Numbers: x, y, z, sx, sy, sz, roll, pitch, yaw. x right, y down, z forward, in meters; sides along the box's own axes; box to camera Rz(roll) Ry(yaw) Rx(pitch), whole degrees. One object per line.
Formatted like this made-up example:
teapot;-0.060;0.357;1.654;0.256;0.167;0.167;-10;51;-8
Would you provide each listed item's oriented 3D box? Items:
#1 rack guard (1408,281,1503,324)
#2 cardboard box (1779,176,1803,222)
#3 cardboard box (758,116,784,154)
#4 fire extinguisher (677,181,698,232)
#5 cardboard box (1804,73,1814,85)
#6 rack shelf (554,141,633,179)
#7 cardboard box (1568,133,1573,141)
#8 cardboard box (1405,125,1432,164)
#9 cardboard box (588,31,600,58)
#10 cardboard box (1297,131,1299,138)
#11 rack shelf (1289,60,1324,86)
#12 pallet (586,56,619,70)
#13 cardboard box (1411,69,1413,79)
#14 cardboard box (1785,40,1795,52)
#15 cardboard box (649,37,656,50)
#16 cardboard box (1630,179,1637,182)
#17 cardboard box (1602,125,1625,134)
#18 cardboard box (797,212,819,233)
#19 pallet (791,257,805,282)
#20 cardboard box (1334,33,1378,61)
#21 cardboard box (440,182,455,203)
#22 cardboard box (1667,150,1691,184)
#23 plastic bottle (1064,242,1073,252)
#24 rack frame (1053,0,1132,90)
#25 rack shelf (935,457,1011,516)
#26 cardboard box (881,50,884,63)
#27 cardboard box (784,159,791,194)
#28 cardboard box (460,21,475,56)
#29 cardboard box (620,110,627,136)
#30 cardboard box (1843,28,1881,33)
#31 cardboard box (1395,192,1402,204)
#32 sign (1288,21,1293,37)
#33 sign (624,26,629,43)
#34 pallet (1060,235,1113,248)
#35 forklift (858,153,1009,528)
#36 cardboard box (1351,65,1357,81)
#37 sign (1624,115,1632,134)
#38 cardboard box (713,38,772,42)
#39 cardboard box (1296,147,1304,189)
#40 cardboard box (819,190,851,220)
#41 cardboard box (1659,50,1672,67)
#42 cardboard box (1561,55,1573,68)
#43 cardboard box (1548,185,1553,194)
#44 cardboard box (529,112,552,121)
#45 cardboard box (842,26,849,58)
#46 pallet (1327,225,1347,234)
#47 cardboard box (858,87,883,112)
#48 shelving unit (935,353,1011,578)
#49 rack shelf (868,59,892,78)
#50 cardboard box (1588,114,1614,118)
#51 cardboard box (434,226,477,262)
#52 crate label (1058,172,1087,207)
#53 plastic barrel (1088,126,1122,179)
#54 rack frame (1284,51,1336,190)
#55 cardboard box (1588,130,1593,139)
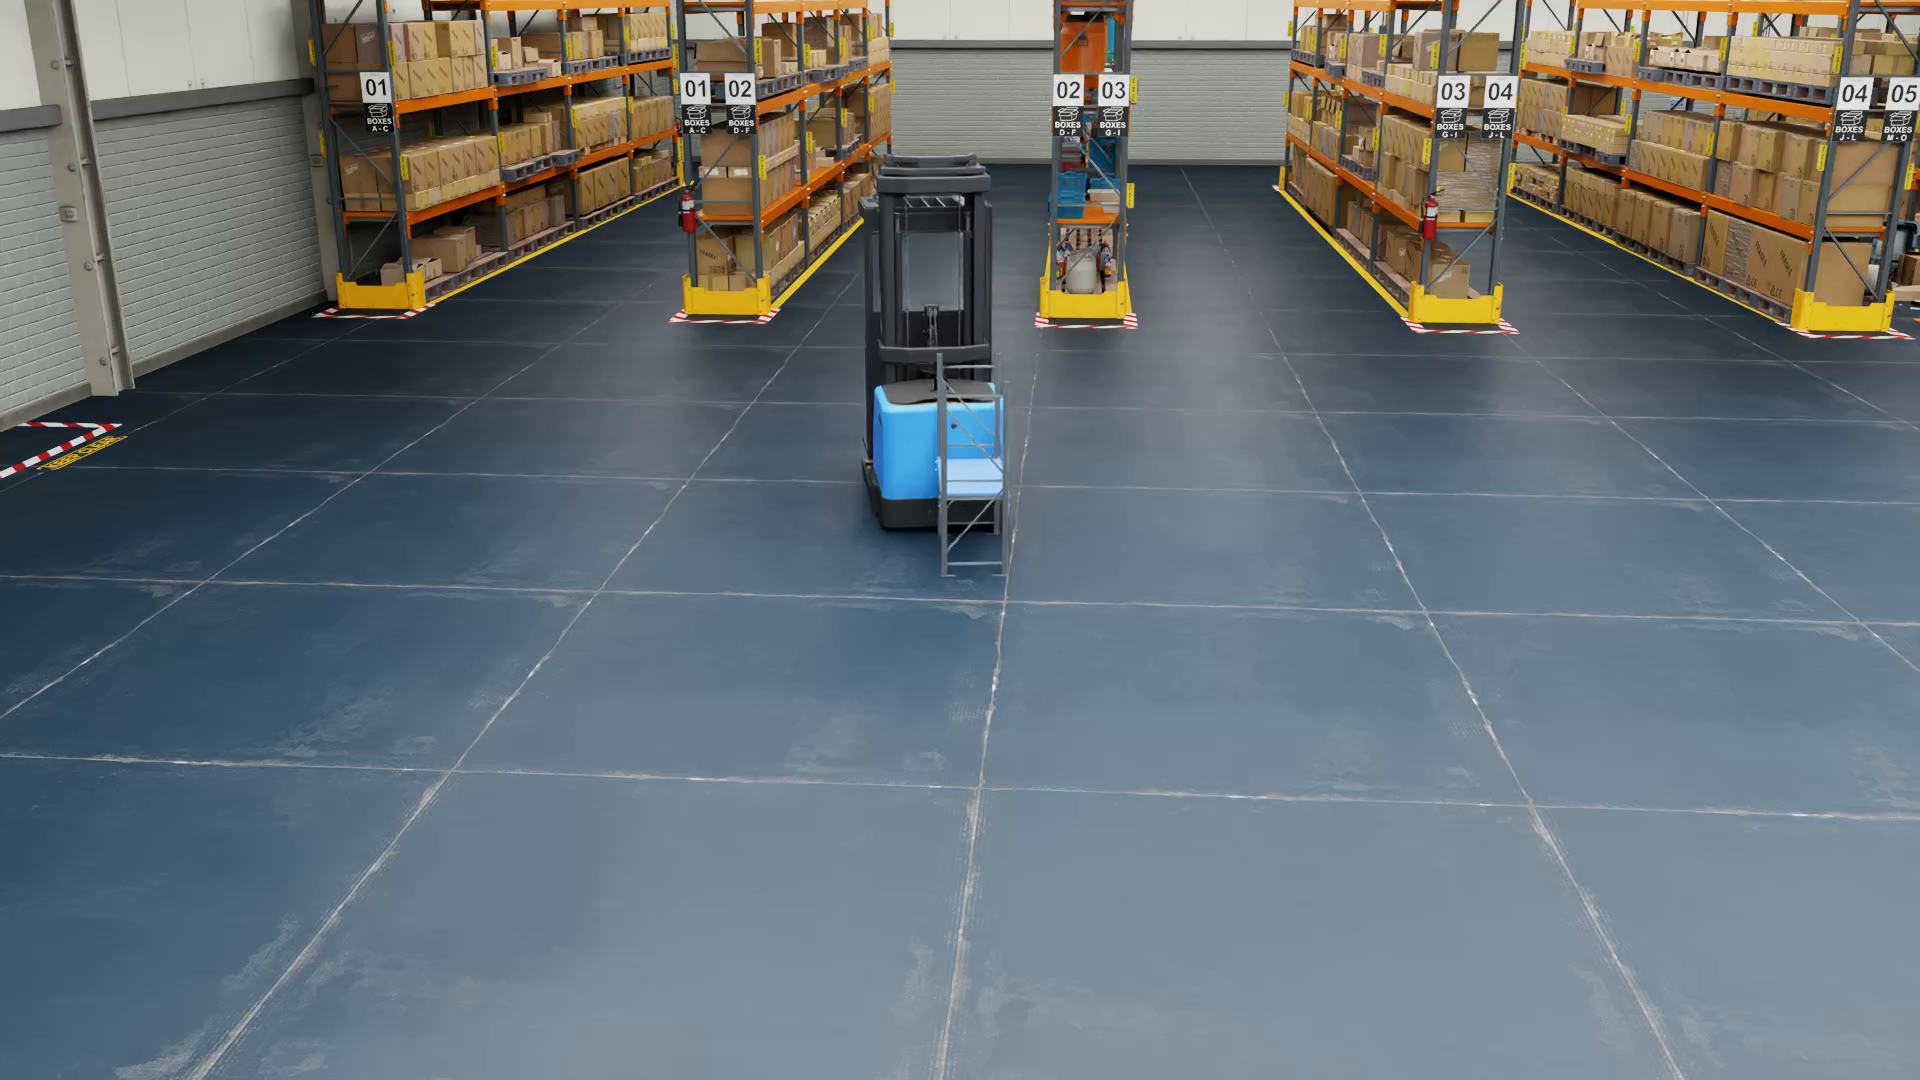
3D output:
rack guard;6.667;-3.203;22.395;1.175;0.500;0.348;1;18;4
cardboard box;11.601;-4.584;22.354;0.875;0.550;0.550;1;18;4
cardboard box;-3.029;-6.045;24.811;0.700;0.500;0.500;1;18;4
fire extinguisher;-3.690;-4.526;22.543;0.296;0.674;0.183;1;18;4
cardboard box;11.324;-6.047;21.811;0.380;0.149;0.250;2;18;5
rack shelf;-7.443;-7.463;32.536;1.077;0.370;4.000;1;18;4
cardboard box;11.939;-7.756;32.006;0.380;0.149;0.250;1;18;4
cardboard box;6.523;-5.518;23.202;0.500;0.500;0.500;1;18;4
cardboard box;-7.448;-9.663;32.410;0.700;0.500;0.500;1;18;3
cardboard box;7.328;-8.555;35.117;0.380;0.149;0.250;2;18;5
rack shelf;7.666;-9.799;34.848;1.077;0.370;4.000;1;18;4
pallet;-7.316;-9.474;33.010;0.805;0.209;1.217;1;18;2
cardboard box;6.578;-6.572;23.447;0.380;0.149;0.250;2;18;5
cardboard box;11.379;-6.664;22.414;0.380;0.149;0.250;1;18;3
cardboard box;-6.869;-10.712;35.887;0.500;0.250;0.500;1;18;2
cardboard box;12.503;-6.444;30.407;0.500;0.250;0.500;1;18;3
cardboard box;11.792;-7.394;29.945;0.380;0.149;0.250;2;18;6
cardboard box;-2.613;-5.269;27.527;0.500;0.311;0.500;1;18;3
pallet;-3.031;-4.261;26.086;1.003;0.211;1.213;1;18;4
cardboard box;7.361;-9.161;30.905;0.797;0.503;0.637;1;18;3
cardboard box;-7.743;-5.101;24.382;0.500;0.250;0.500;1;18;3
cardboard box;11.732;-5.997;26.746;0.500;0.500;0.500;1;18;4
plastic bottle;1.681;-4.426;25.659;0.144;0.351;0.185;1;18;4
rack frame;1.722;-7.328;21.337;1.000;3.000;0.127;1;18;4
rack shelf;0.090;-0.423;12.884;0.538;0.185;1.000;-1;18;-2
cardboard box;-1.915;-10.437;35.881;0.500;0.250;0.500;1;18;4
cardboard box;-2.989;-5.577;25.466;0.700;0.500;0.500;1;18;3
cardboard box;-7.668;-7.566;25.079;0.500;0.500;0.500;2;18;7
cardboard box;-7.081;-8.475;33.800;0.500;0.500;0.500;1;18;3
cardboard box;17.658;-9.771;32.612;0.500;0.500;0.500;2;18;5
cardboard box;6.539;-4.964;24.158;0.380;0.149;0.250;1;18;4
sign;7.256;-11.229;36.527;0.100;0.325;0.005;1;18;4
sign;-6.758;-10.237;33.695;0.100;0.325;0.005;1;18;4
pallet;2.111;-5.020;28.403;1.003;0.211;1.213;1;18;4
forklift;-0.300;-1.905;14.531;1.130;2.935;3.031;-2;18;-7
cardboard box;6.911;-7.906;28.158;0.500;0.250;0.500;2;18;5
sign;11.633;-7.231;28.942;0.100;0.325;0.005;1;18;4
cardboard box;-3.176;-7.064;24.280;0.797;0.503;0.637;3;18;10
cardboard box;7.778;-8.043;35.890;0.875;0.875;0.875;1;18;4
cardboard box;-2.327;-6.230;30.927;0.500;0.500;0.500;2;18;6
cardboard box;11.868;-7.935;27.412;0.500;0.250;0.500;2;18;5
cardboard box;12.228;-9.465;32.914;0.500;0.250;0.500;2;18;5
cardboard box;12.175;-7.127;33.783;0.380;0.149;0.250;0;18;1
cardboard box;-7.581;-7.640;30.014;0.380;0.149;0.250;-1;18;-3
cardboard box;-2.493;-9.673;32.315;0.600;0.600;0.600;1;18;3
pallet;7.367;-5.770;30.692;1.003;0.211;1.213;1;18;4
cardboard box;-1.934;-9.459;35.708;0.500;0.500;0.500;2;18;6
shelving unit;0.090;-0.594;12.828;0.538;1.500;1.048;-1;18;-2
rack shelf;-2.215;-10.021;35.526;1.077;0.370;4.000;1;18;4
cardboard box;12.749;-8.289;33.264;0.500;0.500;0.500;1;18;3
cardboard box;-7.908;-4.639;26.071;0.500;0.500;0.500;0;18;0
crate label;1.584;-5.072;24.028;0.502;0.435;0.616;1;18;4
plastic barrel;2.338;-6.071;26.330;0.600;0.901;0.708;1;18;4
rack frame;7.809;-9.336;37.099;1.000;3.000;0.127;1;18;4
cardboard box;11.847;-7.495;30.732;0.380;0.149;0.250;2;18;5
